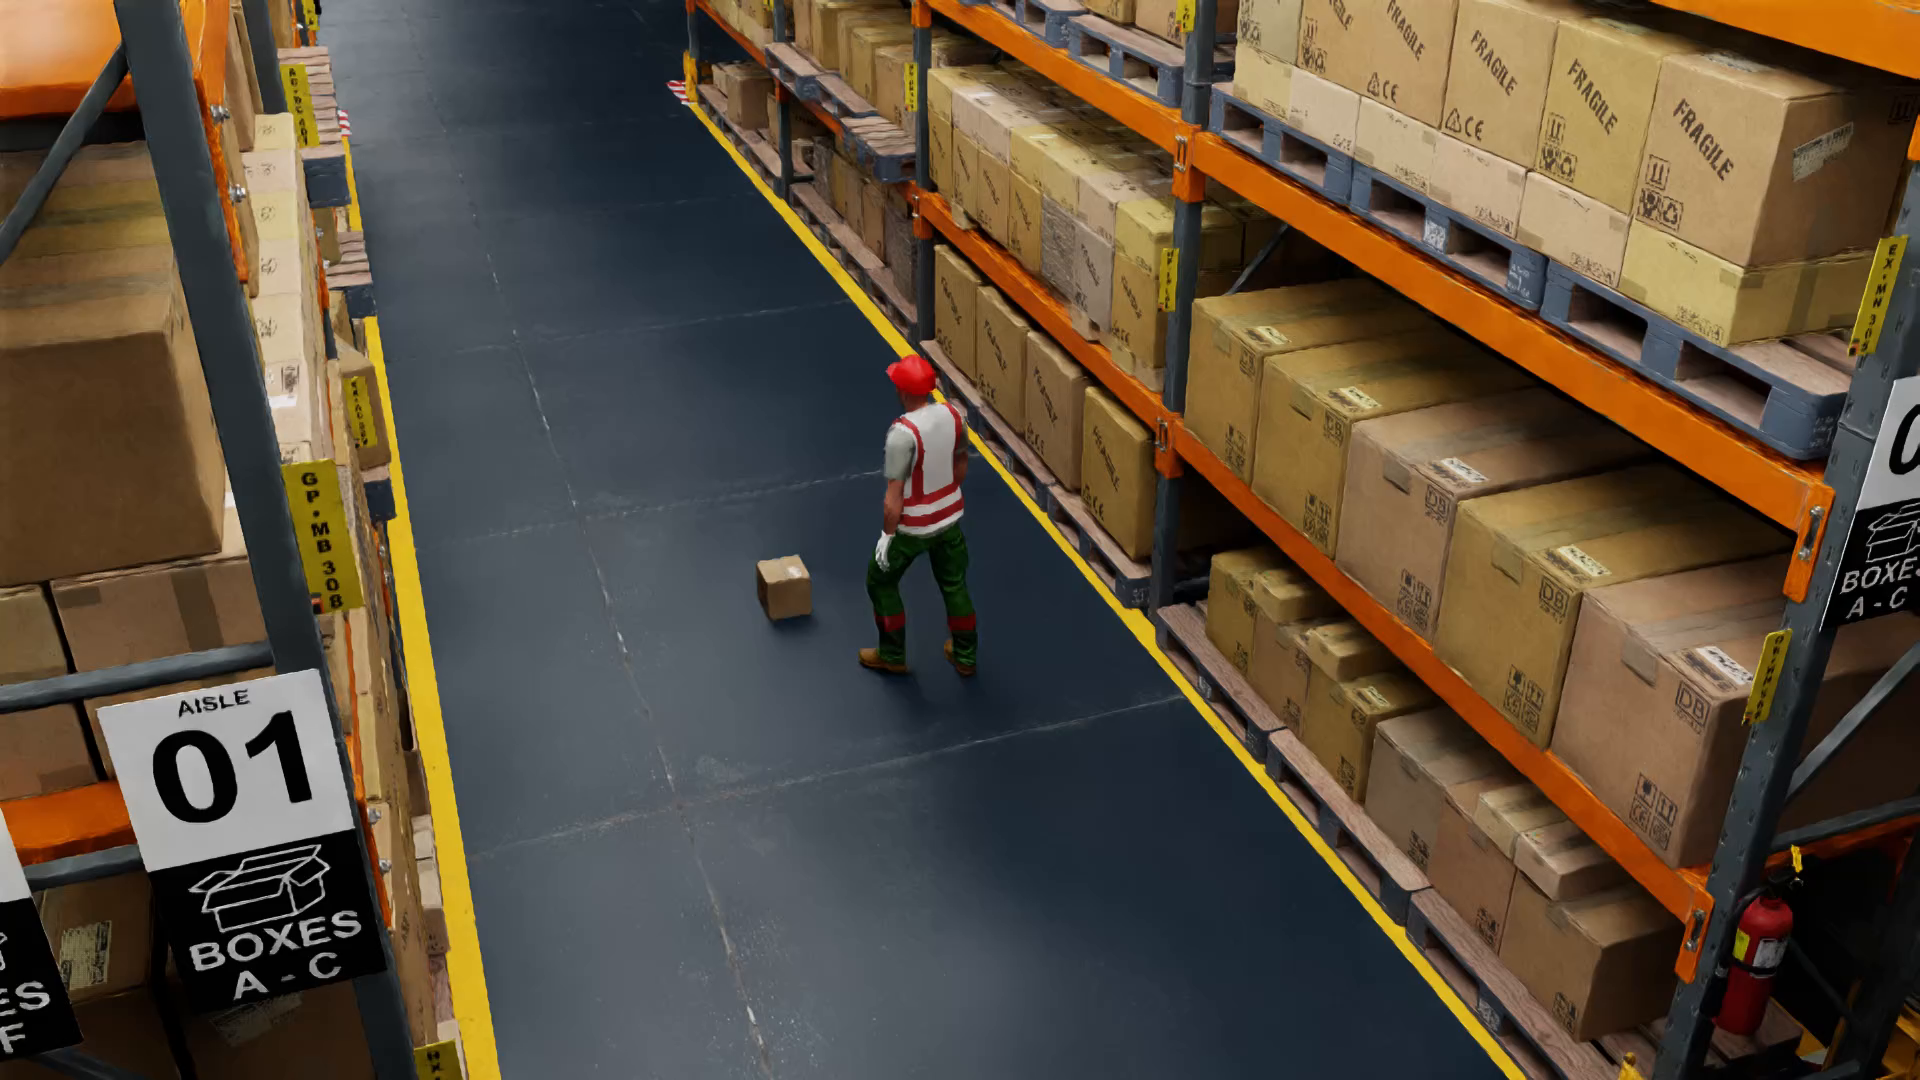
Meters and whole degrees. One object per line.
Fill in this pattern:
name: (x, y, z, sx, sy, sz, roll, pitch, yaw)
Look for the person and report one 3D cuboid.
person: (-0.212, -0.108, 8.500, 0.691, 1.776, 0.549, -25, 38, -37)
